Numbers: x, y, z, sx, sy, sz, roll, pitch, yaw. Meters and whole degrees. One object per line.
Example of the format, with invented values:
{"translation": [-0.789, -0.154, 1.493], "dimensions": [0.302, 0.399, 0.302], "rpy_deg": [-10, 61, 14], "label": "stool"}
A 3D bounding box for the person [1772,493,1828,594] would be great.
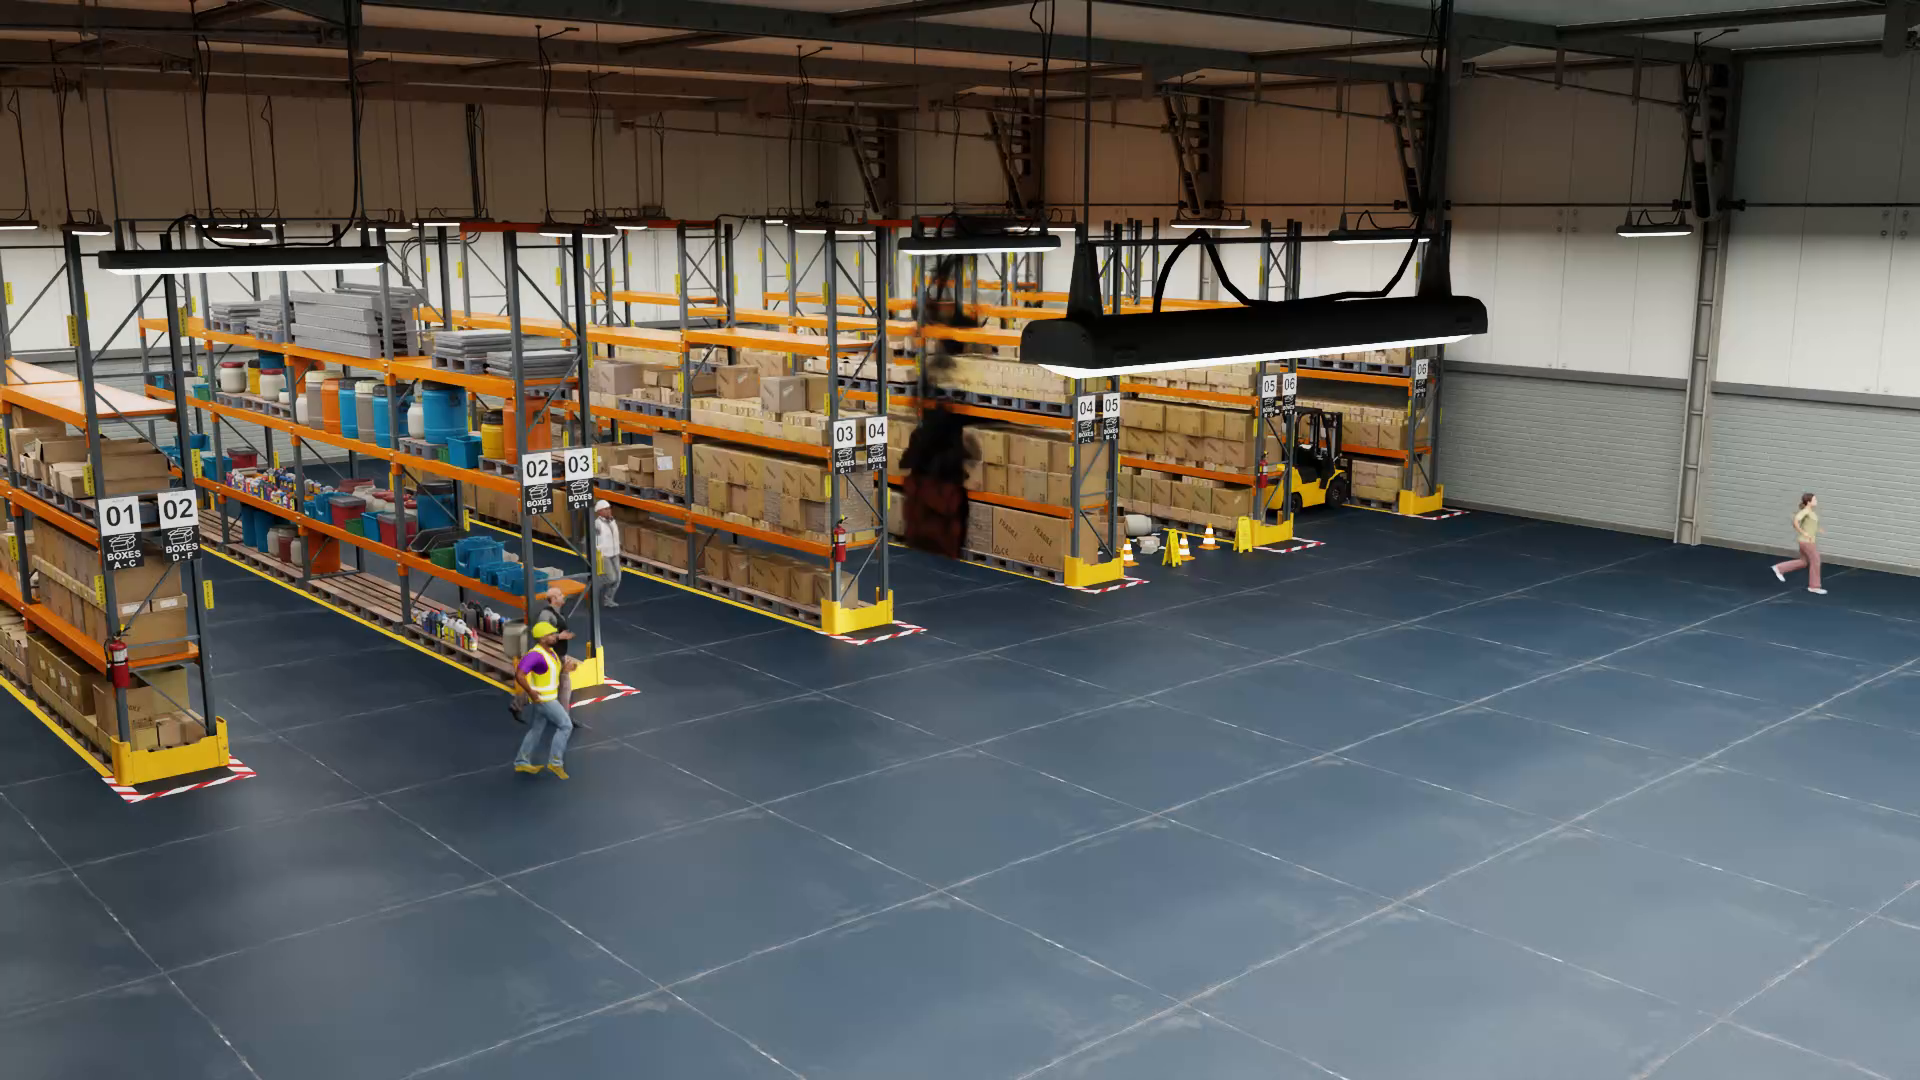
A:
{"translation": [13.963, 0.040, 27.529], "dimensions": [0.879, 1.669, 0.579], "rpy_deg": [6, 13, 28], "label": "person"}

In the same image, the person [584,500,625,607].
{"translation": [-5.618, 0.220, 26.443], "dimensions": [0.582, 1.726, 0.658], "rpy_deg": [8, 14, 33], "label": "person"}

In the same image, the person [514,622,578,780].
{"translation": [-4.638, 1.800, 18.596], "dimensions": [0.755, 1.829, 0.660], "rpy_deg": [-3, 12, -13], "label": "person"}

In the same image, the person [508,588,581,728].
{"translation": [-5.057, 1.432, 20.519], "dimensions": [0.924, 1.696, 0.684], "rpy_deg": [2, 12, 11], "label": "person"}
